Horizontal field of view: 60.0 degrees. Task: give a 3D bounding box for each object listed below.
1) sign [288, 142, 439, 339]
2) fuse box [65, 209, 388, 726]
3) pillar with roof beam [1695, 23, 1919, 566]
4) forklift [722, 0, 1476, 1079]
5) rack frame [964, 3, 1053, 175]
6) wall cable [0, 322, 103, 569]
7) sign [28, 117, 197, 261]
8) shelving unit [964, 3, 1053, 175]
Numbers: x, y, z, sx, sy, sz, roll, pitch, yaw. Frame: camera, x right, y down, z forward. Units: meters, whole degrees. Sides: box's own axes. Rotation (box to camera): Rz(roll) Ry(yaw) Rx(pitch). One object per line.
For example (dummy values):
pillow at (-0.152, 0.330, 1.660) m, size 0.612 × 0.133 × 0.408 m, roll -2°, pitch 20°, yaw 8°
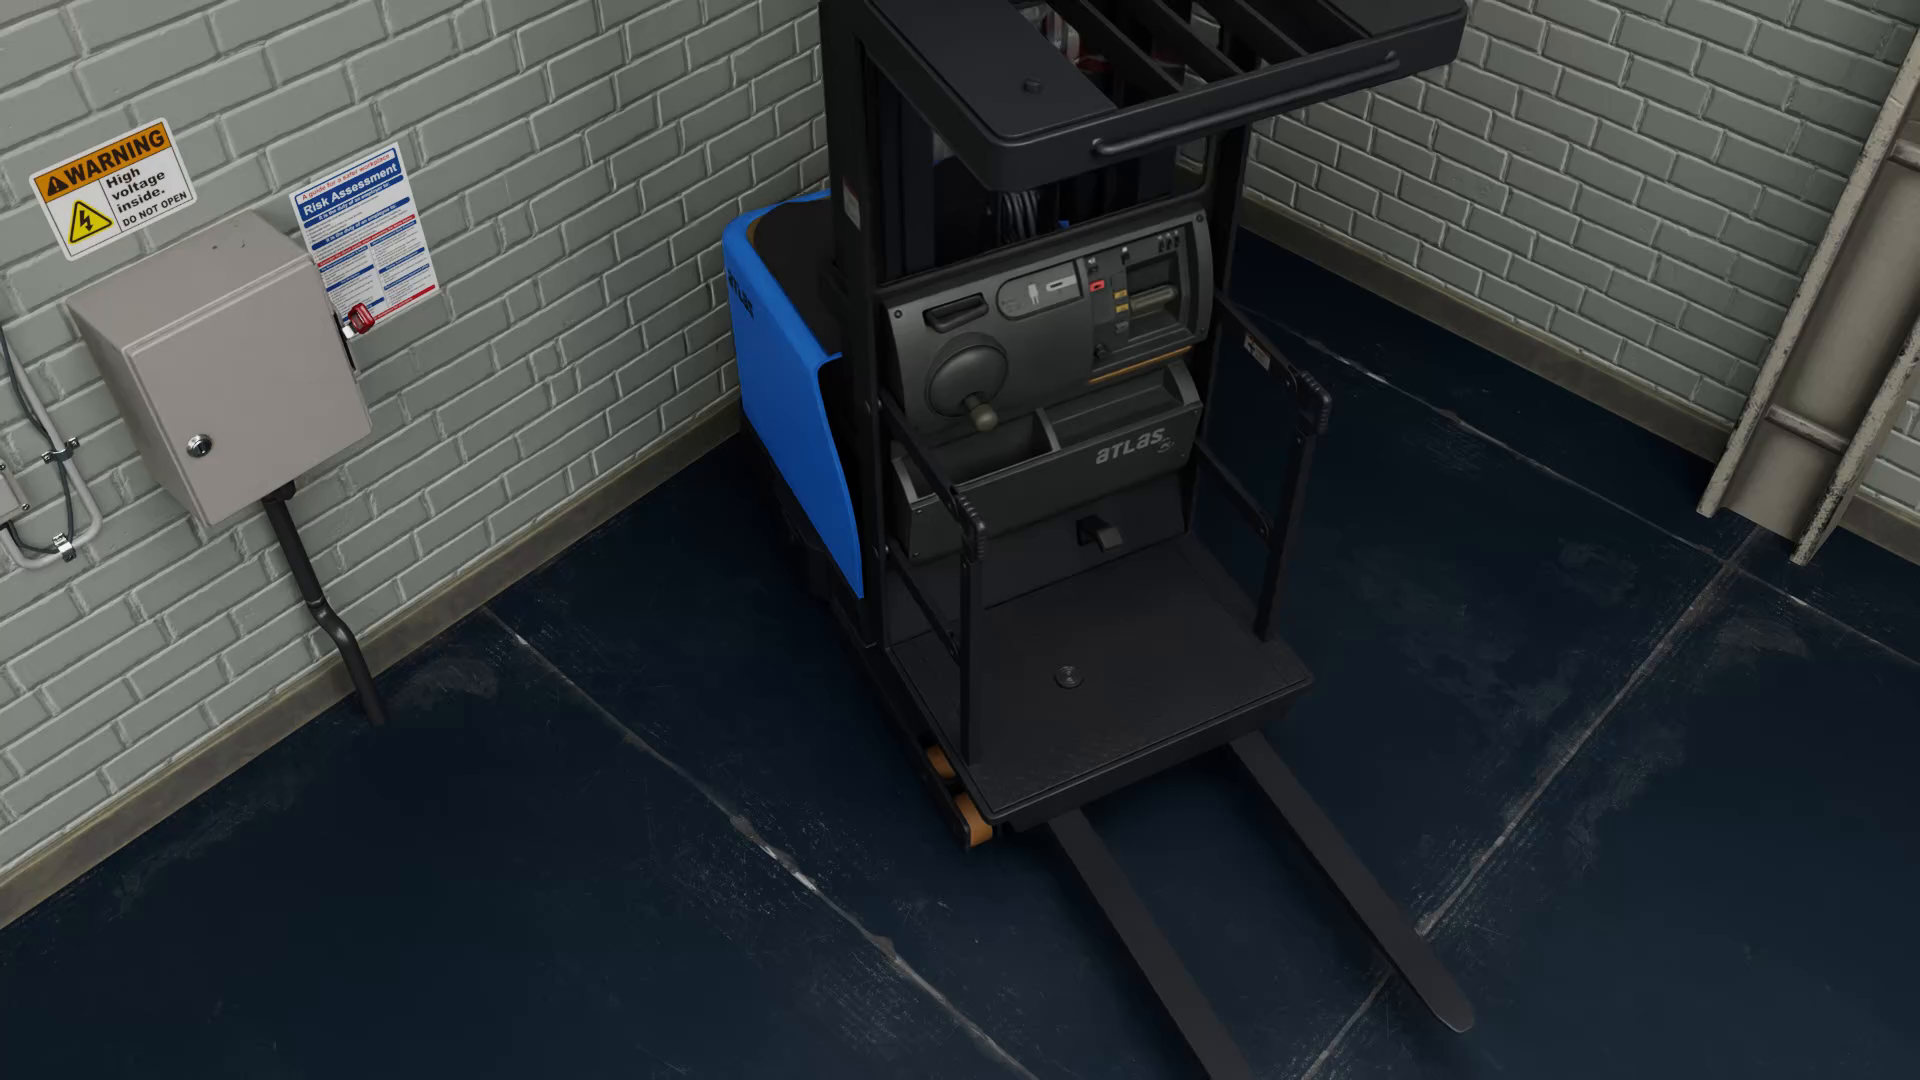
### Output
sign at (-1.605, -0.801, 4.510) m, size 0.001 × 0.494 × 0.329 m, roll 34°, pitch 55°, yaw 28°
fuse box at (-1.788, -0.026, 4.600) m, size 0.414 × 1.711 × 0.539 m, roll 34°, pitch 55°, yaw 28°
pillar with roof beam at (-0.086, -0.862, 0.387) m, size 0.400 × 9.000 × 9.100 m, roll 34°, pitch 55°, yaw 28°
forklift at (0.348, -0.479, 4.190) m, size 1.130 × 2.935 × 3.031 m, roll -20°, pitch 50°, yaw -18°
rack frame at (0.176, -1.126, 5.723) m, size 0.032 × 1.500 × 0.500 m, roll 25°, pitch 52°, yaw 24°
wall cable at (-2.366, -0.527, 3.490) m, size 0.122 × 1.984 × 0.588 m, roll 34°, pitch 55°, yaw 28°
sign at (-1.978, -0.822, 3.898) m, size 0.001 × 0.242 × 0.339 m, roll 34°, pitch 55°, yaw 28°
shelving unit at (-0.255, -1.323, 5.931) m, size 1.083 × 1.500 × 0.587 m, roll 25°, pitch 52°, yaw 24°
